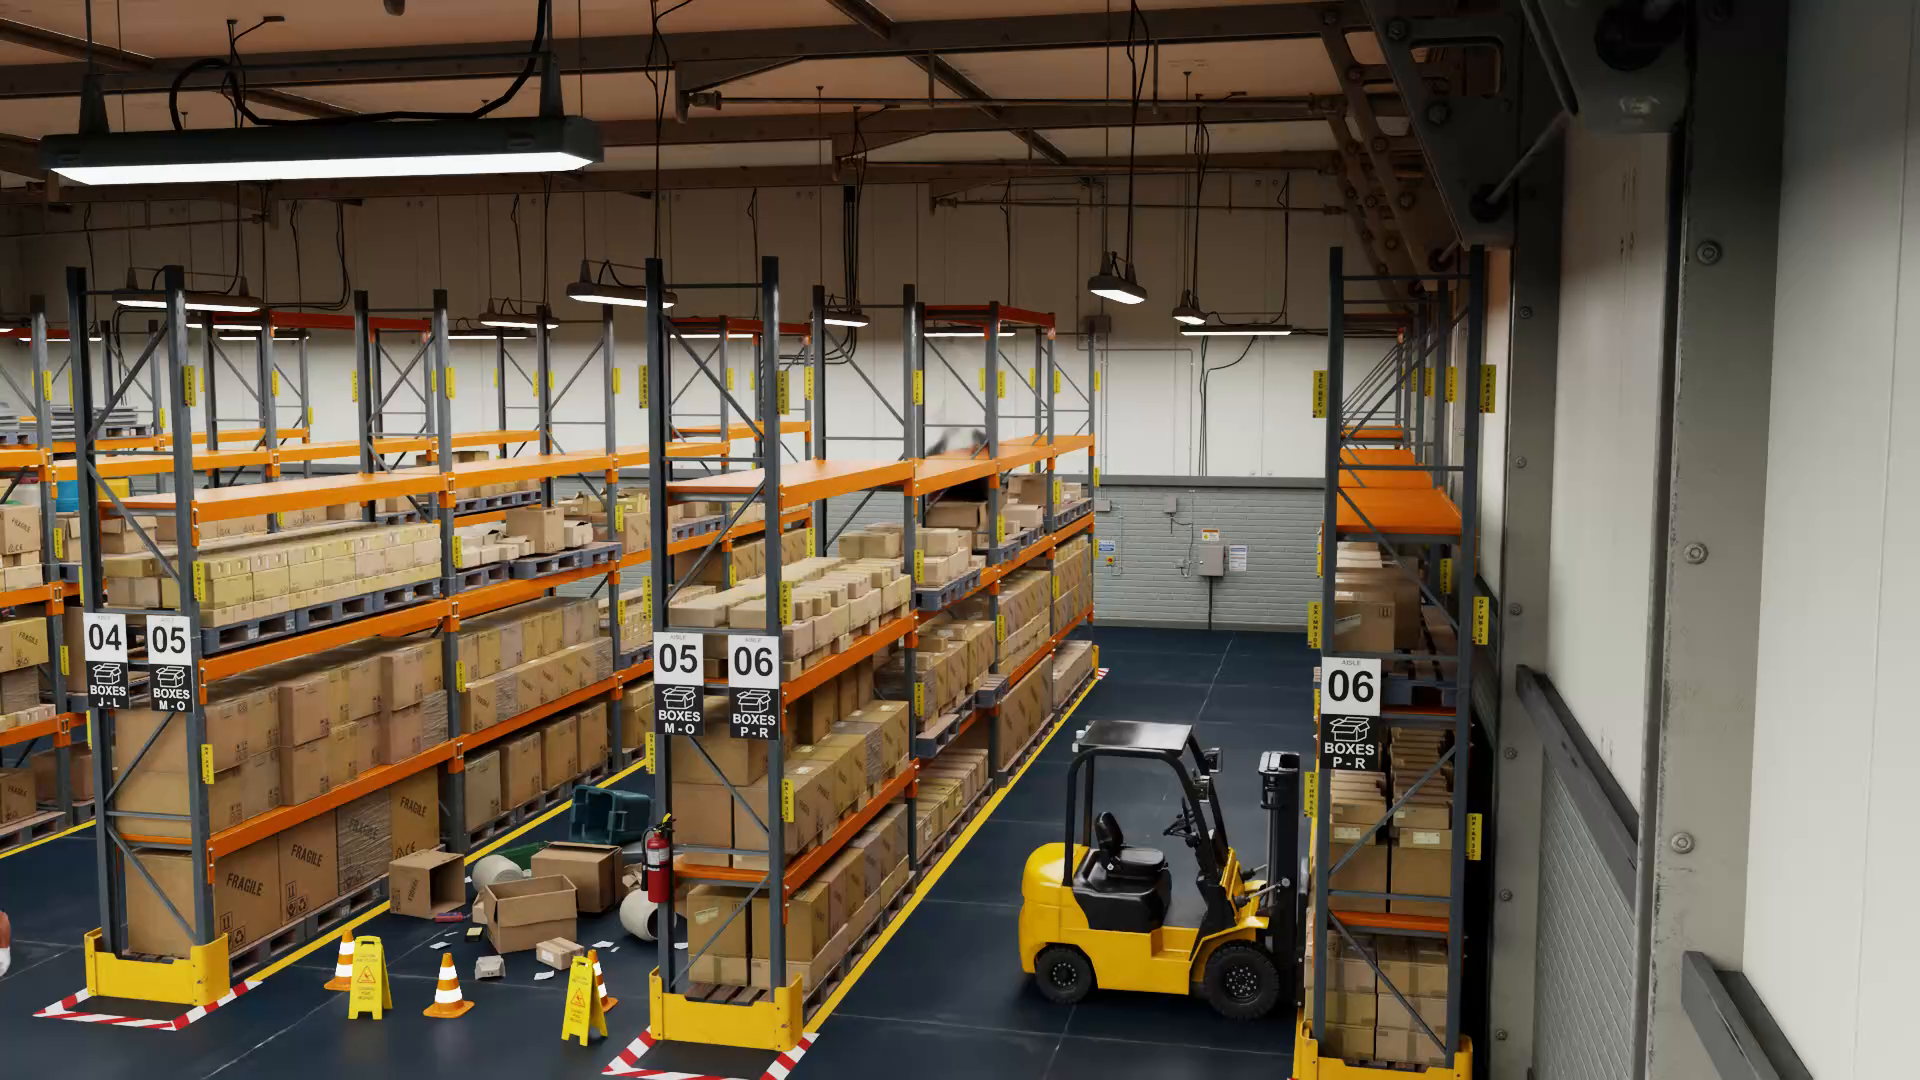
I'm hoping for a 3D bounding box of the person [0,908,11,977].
[{"bbox_3d":[-7.078,3.139,11.716,0.706,1.728,0.690,-3,7,-30],"label":"person"}]
